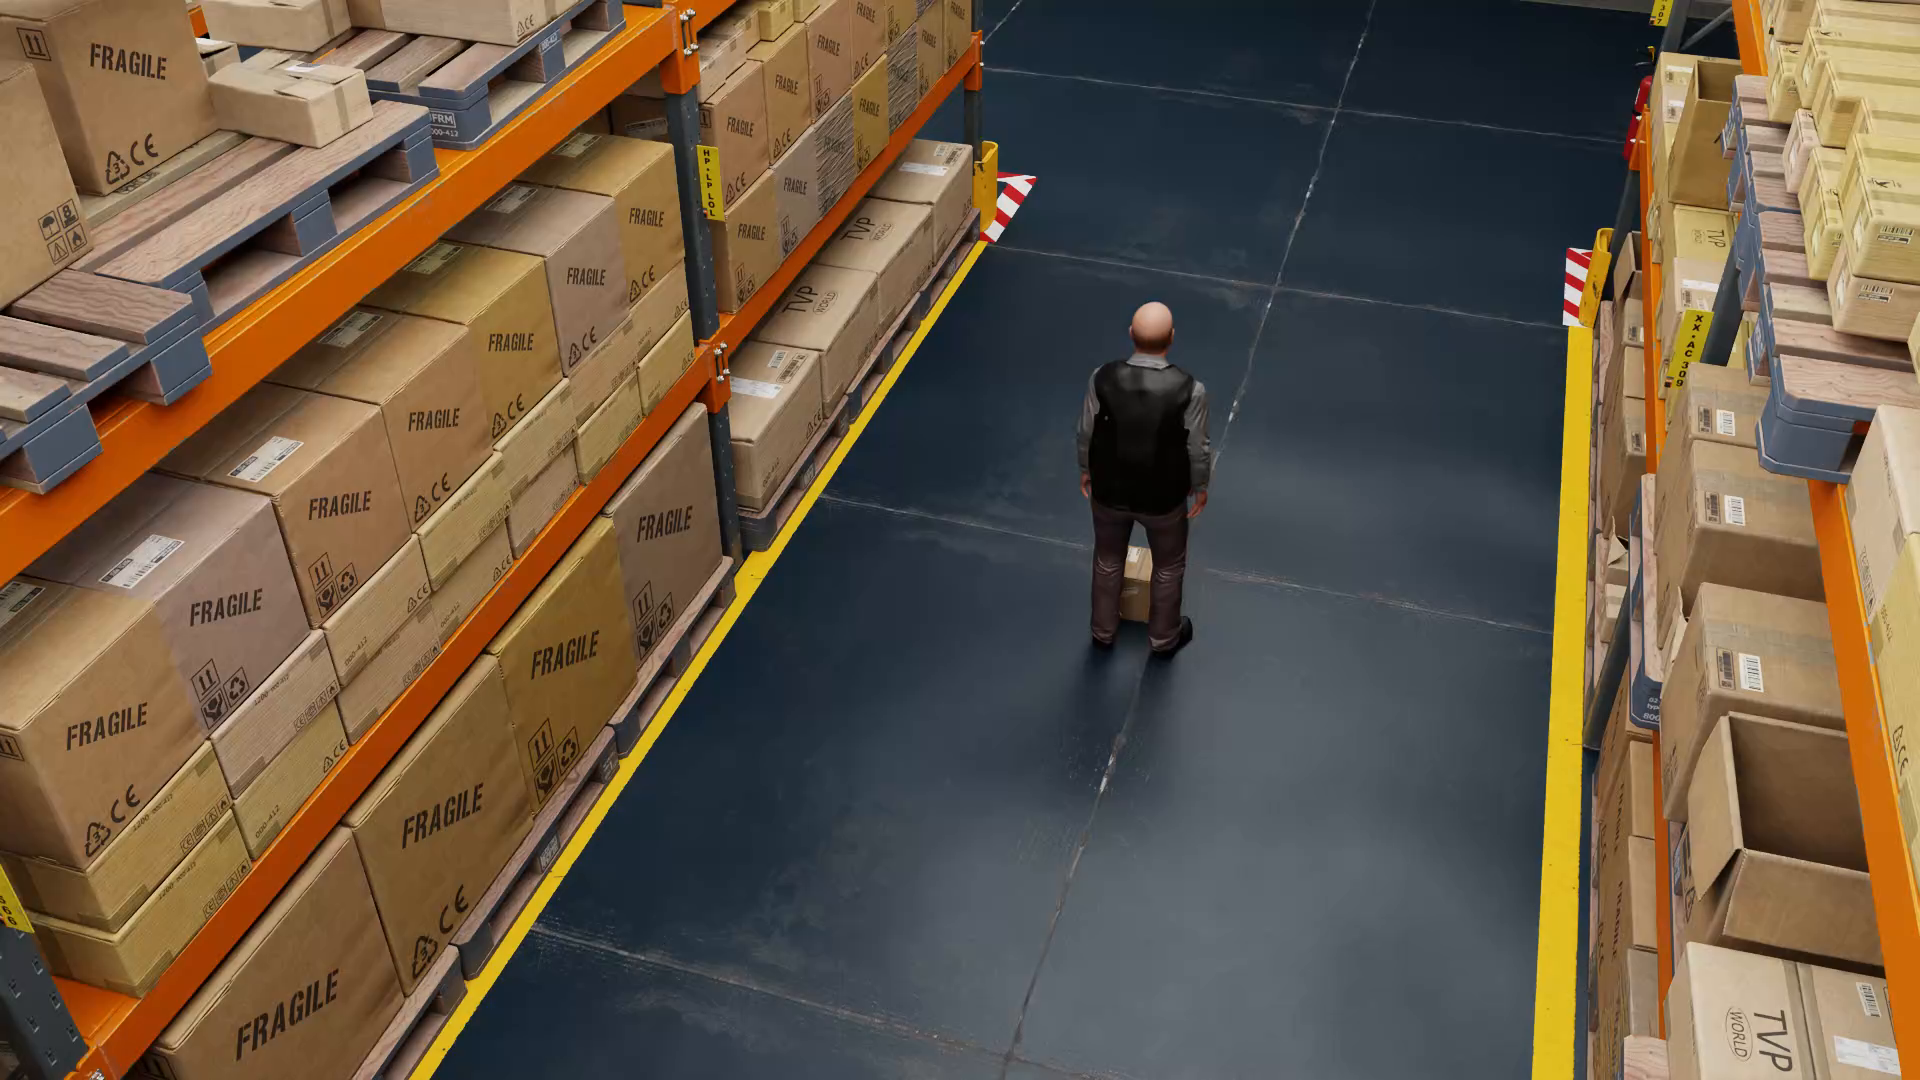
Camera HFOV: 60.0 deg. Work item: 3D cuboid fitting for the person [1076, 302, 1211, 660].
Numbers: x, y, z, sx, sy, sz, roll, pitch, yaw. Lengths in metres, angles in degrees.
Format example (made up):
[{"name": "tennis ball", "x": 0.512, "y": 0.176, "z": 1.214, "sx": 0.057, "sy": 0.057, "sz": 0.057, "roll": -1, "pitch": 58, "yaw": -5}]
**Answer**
[{"name": "person", "x": 0.789, "y": -0.231, "z": 7.220, "sx": 0.581, "sy": 1.721, "sz": 0.370, "roll": 11, "pitch": 38, "yaw": 14}]
